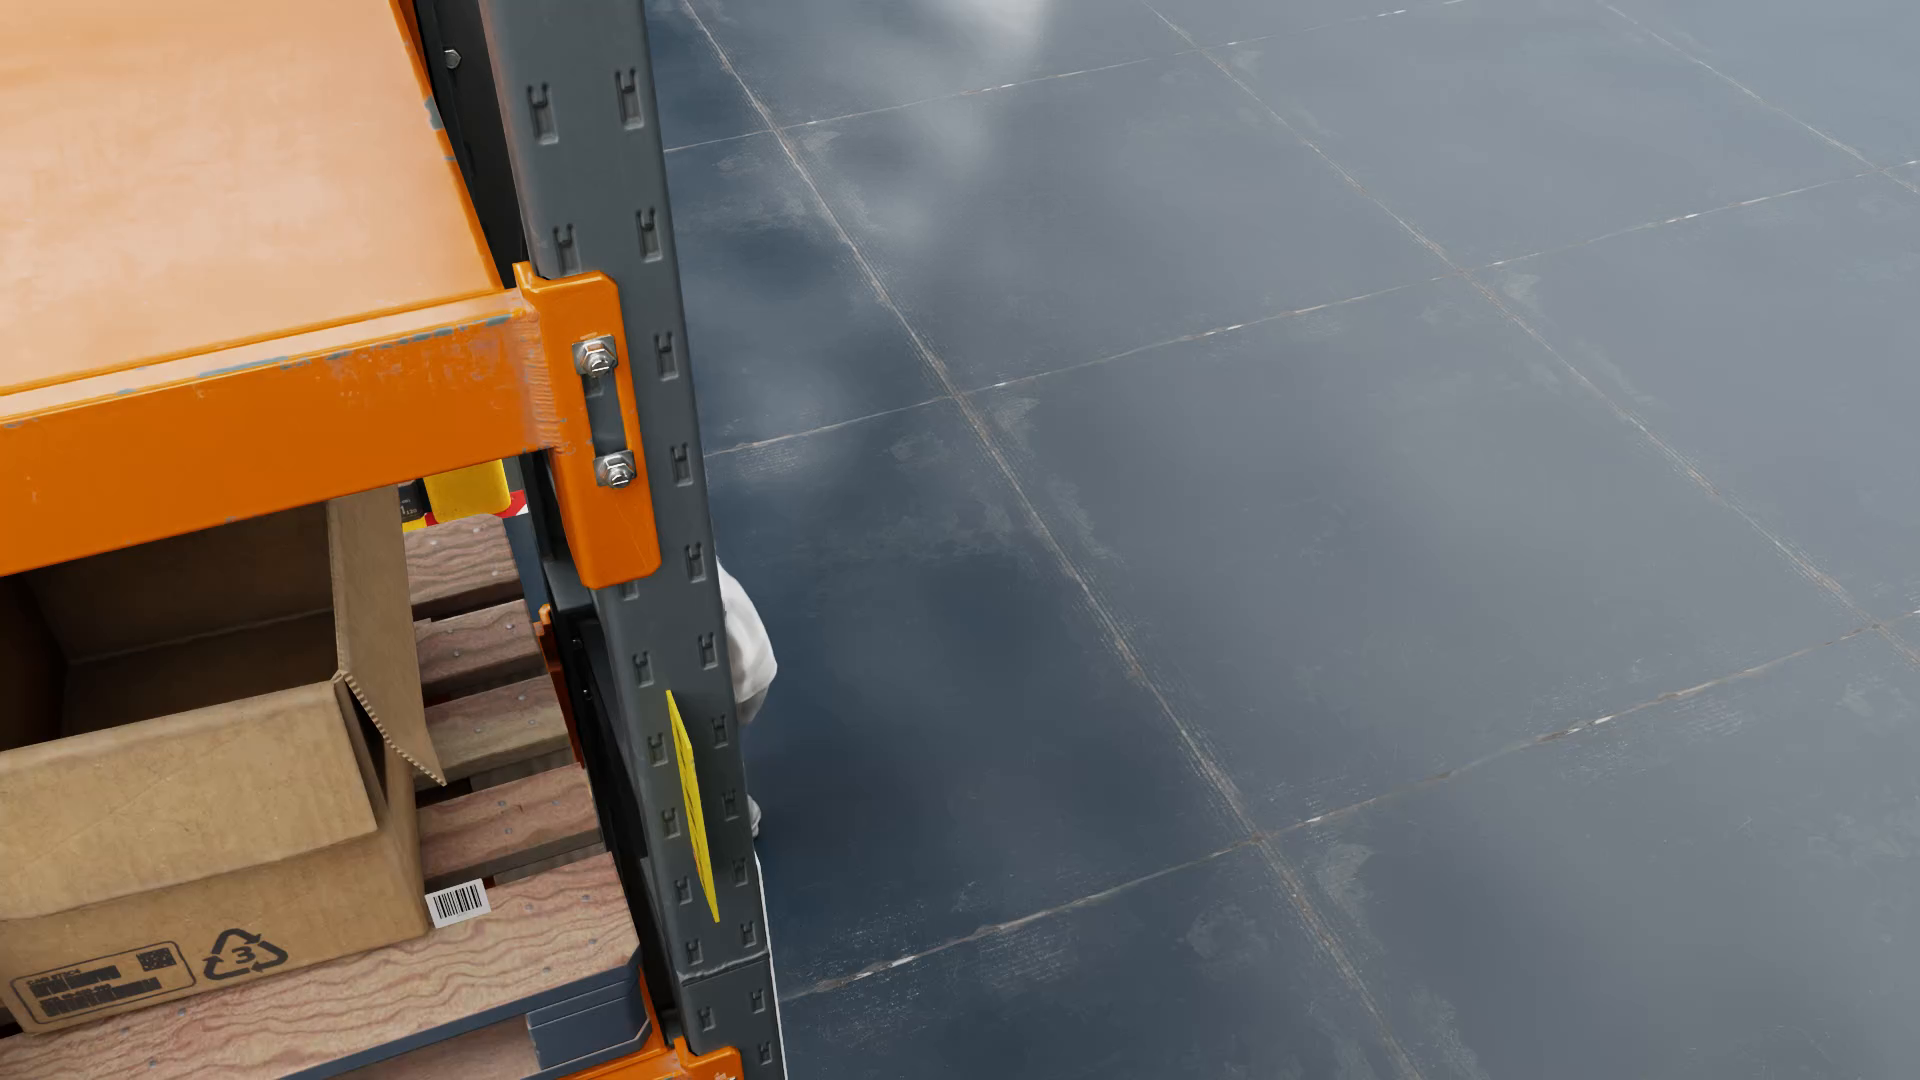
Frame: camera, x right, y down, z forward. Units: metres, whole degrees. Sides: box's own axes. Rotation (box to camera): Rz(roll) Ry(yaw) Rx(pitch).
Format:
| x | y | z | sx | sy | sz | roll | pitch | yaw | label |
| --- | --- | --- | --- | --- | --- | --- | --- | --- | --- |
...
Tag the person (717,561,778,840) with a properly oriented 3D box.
| x | y | z | sx | sy | sz | roll | pitch | yaw | label |
| --- | --- | --- | --- | --- | --- | --- | --- | --- | --- |
| -0.949 | 0.478 | 5.732 | 0.627 | 1.607 | 0.583 | -15 | 44 | -16 | person |
